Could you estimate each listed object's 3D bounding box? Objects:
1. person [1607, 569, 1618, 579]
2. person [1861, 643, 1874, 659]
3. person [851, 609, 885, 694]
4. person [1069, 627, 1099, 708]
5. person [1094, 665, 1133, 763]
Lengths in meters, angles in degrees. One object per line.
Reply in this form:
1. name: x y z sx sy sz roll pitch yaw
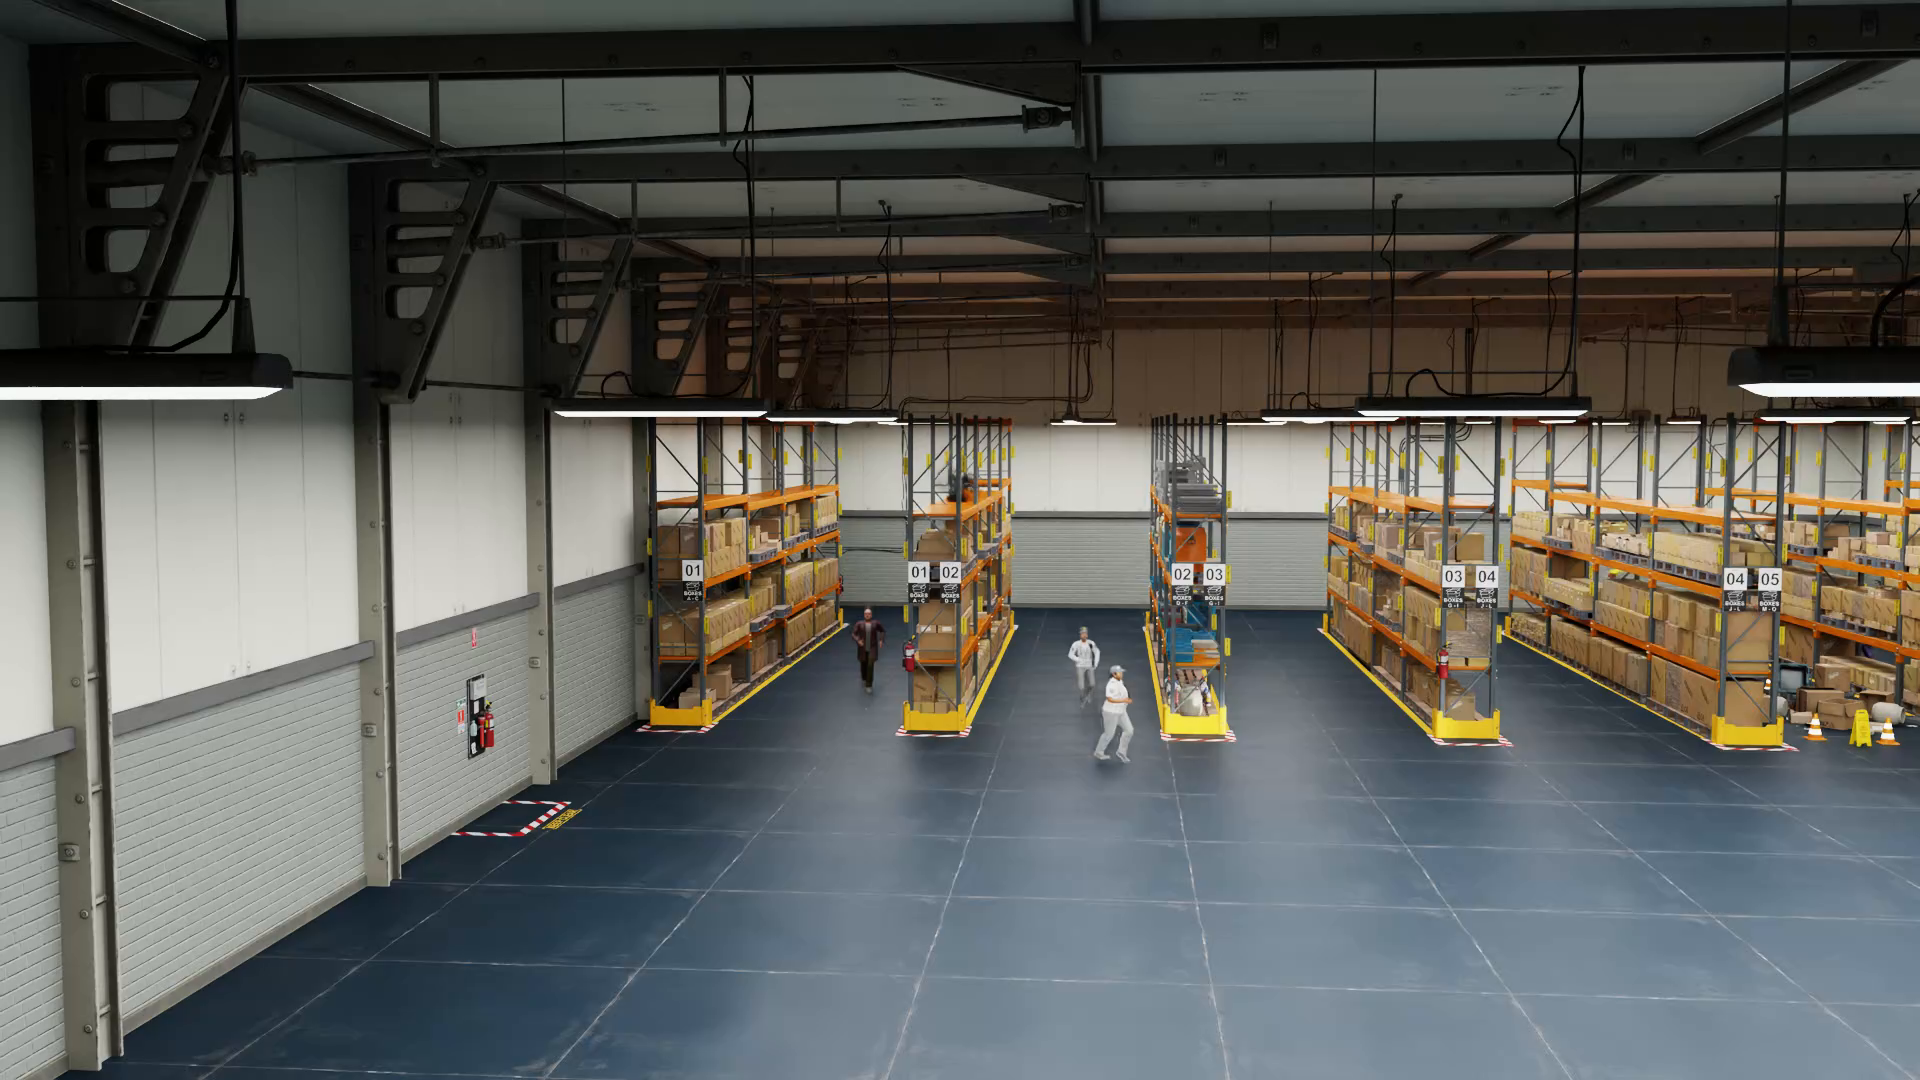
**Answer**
1. person: 18.595 1.678 47.244 0.601 1.731 0.723 0 4 7
2. person: 21.720 2.225 39.773 0.611 1.604 0.934 0 4 2
3. person: -1.985 2.383 35.966 0.736 1.789 0.841 0 4 -2
4. person: 2.532 2.588 33.633 0.668 1.668 0.513 0 4 -7
5. person: 2.642 2.991 28.429 0.733 1.715 0.590 2 5 33
